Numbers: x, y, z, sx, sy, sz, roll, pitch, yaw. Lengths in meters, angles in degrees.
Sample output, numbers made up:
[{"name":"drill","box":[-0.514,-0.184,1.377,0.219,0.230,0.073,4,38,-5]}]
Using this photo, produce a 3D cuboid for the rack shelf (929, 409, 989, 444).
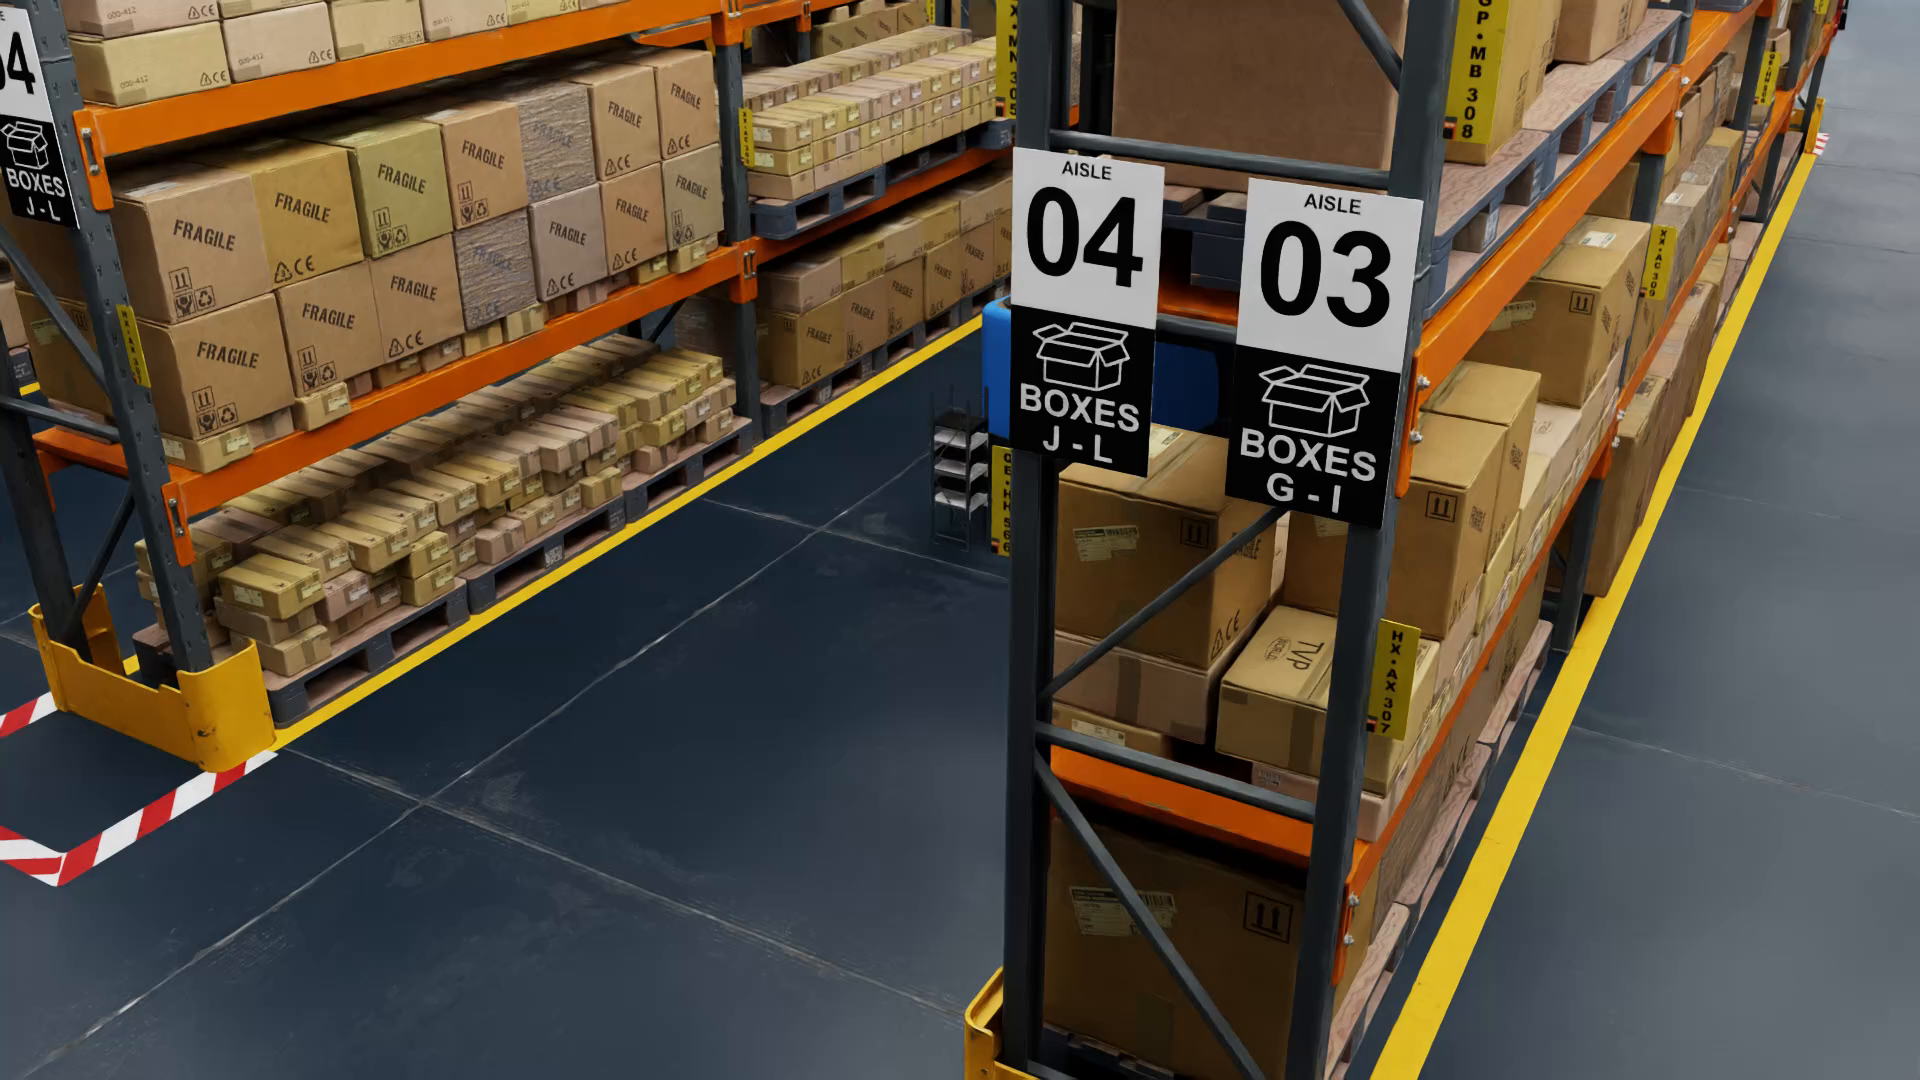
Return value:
[{"name":"rack shelf","box":[-0.004,-0.611,8.936,0.258,0.077,0.200,14,30,26]}]

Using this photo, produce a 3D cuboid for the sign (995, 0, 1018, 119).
[{"name":"sign","box":[0.132,-1.178,4.000,0.100,0.325,0.005,14,30,26]}]

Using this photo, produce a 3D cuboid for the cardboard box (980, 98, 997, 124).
[{"name":"cardboard box","box":[0.046,-3.089,11.882,0.380,0.149,0.250,14,30,25]}]

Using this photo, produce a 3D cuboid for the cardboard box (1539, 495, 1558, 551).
[{"name":"cardboard box","box":[2.068,-0.106,6.391,0.380,0.149,0.250,14,30,25]}]

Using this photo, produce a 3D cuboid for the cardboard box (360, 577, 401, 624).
[{"name":"cardboard box","box":[-2.961,0.252,8.111,0.380,0.149,0.250,15,30,27]}]

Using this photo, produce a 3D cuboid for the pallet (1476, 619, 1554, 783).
[{"name":"pallet","box":[2.123,0.616,7.784,1.003,0.211,1.213,14,30,26]}]

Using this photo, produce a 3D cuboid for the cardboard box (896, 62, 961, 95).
[{"name":"cardboard box","box":[-0.216,-3.147,11.332,0.380,0.149,0.250,16,31,29]}]

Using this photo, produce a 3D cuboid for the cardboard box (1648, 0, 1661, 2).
[{"name":"cardboard box","box":[2.842,-2.712,7.385,0.700,0.500,0.500,15,30,27]}]

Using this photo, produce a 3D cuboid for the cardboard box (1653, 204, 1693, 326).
[{"name":"cardboard box","box":[3.502,-1.470,8.724,0.500,0.500,0.500,13,30,25]}]

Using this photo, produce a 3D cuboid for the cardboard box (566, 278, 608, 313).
[{"name":"cardboard box","box":[-2.111,-1.344,8.864,0.380,0.149,0.250,13,29,24]}]

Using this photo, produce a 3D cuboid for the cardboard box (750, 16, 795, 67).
[{"name":"cardboard box","box":[-2.070,-5.793,19.237,0.500,0.500,0.500,14,30,25]}]

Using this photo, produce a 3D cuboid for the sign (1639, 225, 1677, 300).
[{"name":"sign","box":[3.049,-1.211,7.262,0.100,0.325,0.005,14,30,26]}]

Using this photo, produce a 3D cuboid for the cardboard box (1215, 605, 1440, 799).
[{"name":"cardboard box","box":[1.068,0.455,4.825,0.500,0.250,0.500,13,30,25]}]

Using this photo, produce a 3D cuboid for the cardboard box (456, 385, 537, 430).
[{"name":"cardboard box","box":[-2.627,-0.740,9.429,0.380,0.149,0.250,15,30,27]}]

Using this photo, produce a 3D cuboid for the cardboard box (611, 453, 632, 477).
[{"name":"cardboard box","box":[-2.110,-0.451,9.515,0.380,0.149,0.250,13,30,25]}]

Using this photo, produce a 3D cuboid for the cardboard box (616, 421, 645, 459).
[{"name":"cardboard box","box":[-2.029,-0.602,9.485,0.380,0.149,0.250,14,30,27]}]

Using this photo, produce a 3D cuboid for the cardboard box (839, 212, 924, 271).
[{"name":"cardboard box","box":[-0.596,-2.083,11.545,0.500,0.250,0.500,15,30,28]}]

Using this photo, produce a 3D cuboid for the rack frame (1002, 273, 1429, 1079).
[{"name":"rack frame","box":[0.597,0.649,4.603,1.000,3.000,0.127,14,30,26]}]

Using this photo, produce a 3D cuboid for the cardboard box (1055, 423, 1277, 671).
[{"name":"cardboard box","box":[0.608,0.000,4.897,0.500,0.500,0.500,15,30,27]}]

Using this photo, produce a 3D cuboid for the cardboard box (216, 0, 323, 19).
[{"name":"cardboard box","box":[-2.973,-2.298,6.748,0.500,0.250,0.500,14,30,25]}]

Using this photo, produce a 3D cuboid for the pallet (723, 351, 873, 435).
[{"name":"pallet","box":[-1.322,-1.098,11.208,1.003,0.211,1.213,14,30,26]}]

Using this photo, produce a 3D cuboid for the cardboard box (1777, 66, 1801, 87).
[{"name":"cardboard box","box":[6.868,-3.933,14.036,0.380,0.149,0.250,14,30,26]}]

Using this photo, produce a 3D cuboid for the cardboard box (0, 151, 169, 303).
[{"name":"cardboard box","box":[-3.663,-1.341,7.016,0.500,0.500,0.500,14,30,25]}]

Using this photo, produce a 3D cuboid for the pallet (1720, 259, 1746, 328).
[{"name":"pallet","box":[5.520,-2.000,13.009,1.003,0.211,1.213,14,30,26]}]

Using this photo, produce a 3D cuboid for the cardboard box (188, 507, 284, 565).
[{"name":"cardboard box","box":[-3.458,-0.009,7.968,0.380,0.149,0.250,15,30,27]}]

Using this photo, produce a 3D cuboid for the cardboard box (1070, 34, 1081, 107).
[{"name":"cardboard box","box":[0.720,-3.761,13.300,0.500,0.500,0.500,15,30,27]}]

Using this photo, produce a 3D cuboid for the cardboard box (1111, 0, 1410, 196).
[{"name":"cardboard box","box":[0.806,-1.184,4.221,0.700,0.500,0.500,12,29,23]}]

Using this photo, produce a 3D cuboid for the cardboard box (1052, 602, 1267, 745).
[{"name":"cardboard box","box":[0.605,0.336,5.064,0.500,0.250,0.500,14,30,25]}]

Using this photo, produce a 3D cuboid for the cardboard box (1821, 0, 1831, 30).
[{"name":"cardboard box","box":[7.749,-5.149,15.742,0.875,0.500,0.500,14,30,26]}]

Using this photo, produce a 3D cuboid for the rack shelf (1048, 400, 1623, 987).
[{"name":"rack shelf","box":[1.581,0.191,6.321,1.077,0.370,4.000,14,30,26]}]

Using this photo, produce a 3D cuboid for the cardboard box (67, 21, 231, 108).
[{"name":"cardboard box","box":[-3.228,-1.876,6.463,0.500,0.250,0.500,15,30,28]}]

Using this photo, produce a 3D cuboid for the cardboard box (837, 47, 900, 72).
[{"name":"cardboard box","box":[-0.649,-3.396,11.829,0.380,0.149,0.250,16,31,28]}]

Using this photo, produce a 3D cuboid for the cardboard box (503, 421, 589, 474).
[{"name":"cardboard box","box":[-2.230,-0.500,8.949,0.380,0.149,0.250,13,29,24]}]

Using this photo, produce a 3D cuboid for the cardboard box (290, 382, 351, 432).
[{"name":"cardboard box","box":[-2.959,-0.626,7.430,0.380,0.149,0.250,13,30,25]}]

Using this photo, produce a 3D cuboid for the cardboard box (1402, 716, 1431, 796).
[{"name":"cardboard box","box":[1.184,0.595,4.991,0.380,0.149,0.250,14,30,25]}]

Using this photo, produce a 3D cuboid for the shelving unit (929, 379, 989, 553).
[{"name":"shelving unit","box":[-0.004,-0.399,9.042,0.258,0.900,0.210,14,30,26]}]

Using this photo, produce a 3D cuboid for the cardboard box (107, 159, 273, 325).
[{"name":"cardboard box","box":[-3.219,-1.224,6.783,0.500,0.500,0.500,14,30,26]}]

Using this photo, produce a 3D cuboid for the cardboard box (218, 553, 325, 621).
[{"name":"cardboard box","box":[-3.118,0.209,7.533,0.380,0.149,0.250,13,29,24]}]

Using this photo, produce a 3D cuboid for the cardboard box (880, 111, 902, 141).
[{"name":"cardboard box","box":[-0.599,-2.711,10.795,0.380,0.149,0.250,16,31,28]}]

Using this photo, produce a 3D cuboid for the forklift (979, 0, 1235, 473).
[{"name":"forklift","box":[1.458,-2.061,10.093,1.130,2.935,3.031,21,34,36]}]

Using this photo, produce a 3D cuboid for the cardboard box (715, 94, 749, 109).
[{"name":"cardboard box","box":[-1.545,-2.687,10.415,0.380,0.149,0.250,13,29,25]}]

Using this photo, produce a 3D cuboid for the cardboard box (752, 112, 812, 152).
[{"name":"cardboard box","box":[-1.109,-2.435,9.911,0.380,0.149,0.250,16,31,29]}]

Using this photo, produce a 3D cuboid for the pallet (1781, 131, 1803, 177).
[{"name":"pallet","box":[8.000,-4.001,17.007,1.003,0.211,1.213,14,30,26]}]

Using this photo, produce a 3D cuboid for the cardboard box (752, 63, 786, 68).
[{"name":"cardboard box","box":[-2.071,-5.458,19.405,0.500,0.250,0.500,16,31,28]}]

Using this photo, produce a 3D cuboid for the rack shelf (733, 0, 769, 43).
[{"name":"rack shelf","box":[-0.720,-3.841,11.024,1.077,0.370,4.000,14,30,26]}]

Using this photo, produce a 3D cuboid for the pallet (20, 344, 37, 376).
[{"name":"pallet","box":[-6.505,-1.566,12.143,1.003,0.211,1.213,14,30,26]}]

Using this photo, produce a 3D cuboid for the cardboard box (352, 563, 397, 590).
[{"name":"cardboard box","box":[-2.963,0.114,8.054,0.380,0.149,0.250,15,30,27]}]

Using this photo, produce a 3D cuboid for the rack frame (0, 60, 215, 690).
[{"name":"rack frame","box":[-3.671,-0.483,6.863,1.000,3.000,0.127,14,30,26]}]

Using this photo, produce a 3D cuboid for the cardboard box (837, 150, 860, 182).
[{"name":"cardboard box","box":[-0.852,-2.375,10.455,0.380,0.149,0.250,14,30,26]}]

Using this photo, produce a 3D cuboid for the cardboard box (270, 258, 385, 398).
[{"name":"cardboard box","box":[-2.969,-0.989,7.430,0.500,0.500,0.500,14,30,26]}]

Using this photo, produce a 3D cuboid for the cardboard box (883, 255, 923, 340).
[{"name":"cardboard box","box":[-0.604,-1.755,11.728,0.500,0.500,0.500,15,30,27]}]

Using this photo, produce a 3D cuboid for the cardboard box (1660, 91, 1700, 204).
[{"name":"cardboard box","box":[3.512,-2.165,8.991,0.797,0.503,0.637,15,30,28]}]
